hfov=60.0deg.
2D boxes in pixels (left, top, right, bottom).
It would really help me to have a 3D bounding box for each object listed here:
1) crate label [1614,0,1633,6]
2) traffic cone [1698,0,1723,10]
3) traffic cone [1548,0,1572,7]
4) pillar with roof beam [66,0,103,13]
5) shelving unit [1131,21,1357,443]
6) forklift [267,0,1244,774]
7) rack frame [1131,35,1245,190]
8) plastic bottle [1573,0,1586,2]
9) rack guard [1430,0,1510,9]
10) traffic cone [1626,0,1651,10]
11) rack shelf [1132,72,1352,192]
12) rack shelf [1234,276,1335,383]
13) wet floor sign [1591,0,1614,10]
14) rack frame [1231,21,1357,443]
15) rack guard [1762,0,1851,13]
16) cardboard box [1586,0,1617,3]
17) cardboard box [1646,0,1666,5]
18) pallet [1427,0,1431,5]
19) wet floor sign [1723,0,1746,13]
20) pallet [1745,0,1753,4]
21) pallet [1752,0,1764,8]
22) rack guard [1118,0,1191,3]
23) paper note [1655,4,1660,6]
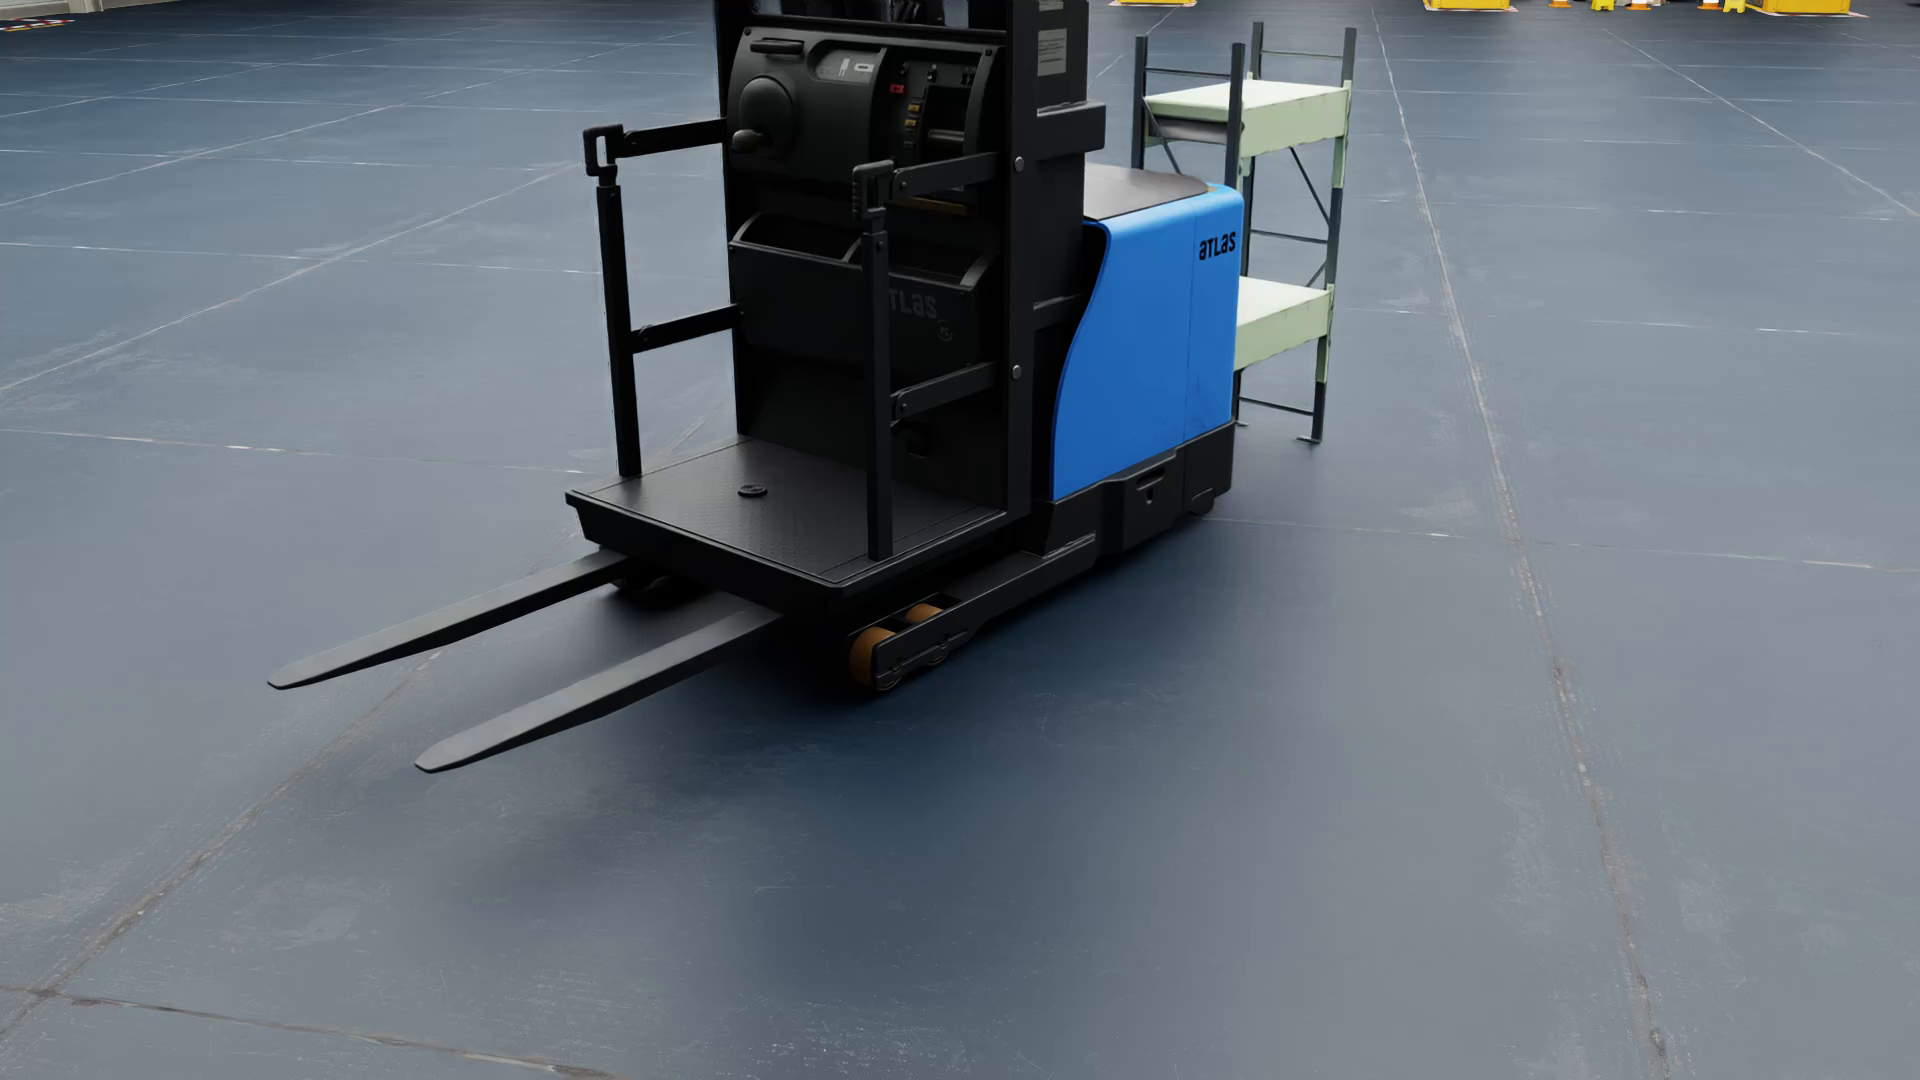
[{"bbox_3d":[10.637,-8.599,26.521,0.250,0.136,0.298,-7,23,-17],"label":"crate label"},{"bbox_3d":[11.693,-8.497,25.833,0.336,0.463,0.334,4,22,11],"label":"traffic cone"},{"bbox_3d":[9.500,-8.668,26.257,0.336,0.463,0.334,4,22,11],"label":"traffic cone"},{"bbox_3d":[-9.095,-11.889,22.828,9.100,9.000,0.400,4,22,11],"label":"pillar with roof beam"},{"bbox_3d":[0.968,-1.006,5.843,0.431,1.500,0.755,18,28,37],"label":"shelving unit"},{"bbox_3d":[-0.415,-1.174,4.345,1.130,2.935,3.031,17,28,36],"label":"forklift"},{"bbox_3d":[0.732,-0.901,5.584,0.400,1.500,0.023,18,28,37],"label":"rack frame"},{"bbox_3d":[10.198,-8.925,27.432,0.133,0.061,0.283,-3,22,-8],"label":"plastic bottle"},{"bbox_3d":[7.997,-8.591,26.015,1.175,0.500,0.348,4,22,11],"label":"rack guard"},{"bbox_3d":[10.537,-8.458,25.735,0.336,0.463,0.334,4,22,11],"label":"traffic cone"},{"bbox_3d":[0.968,-1.368,5.697,0.431,0.370,0.720,18,28,37],"label":"rack shelf"},{"bbox_3d":[0.968,-0.703,5.965,0.431,0.370,0.720,18,28,37],"label":"rack shelf"},{"bbox_3d":[9.934,-8.505,25.609,0.267,0.644,0.232,1,22,2],"label":"wet floor sign"},{"bbox_3d":[1.205,-1.110,6.102,0.400,1.500,0.023,18,28,37],"label":"rack frame"},{"bbox_3d":[12.884,-8.287,25.261,1.175,0.500,0.348,4,22,11],"label":"rack guard"},{"bbox_3d":[10.748,-9.096,27.265,0.797,0.503,0.637,-11,25,-26],"label":"cardboard box"},{"bbox_3d":[11.158,-8.729,26.829,0.380,0.149,0.250,18,28,38],"label":"cardboard box"},{"bbox_3d":[8.088,-8.764,26.832,1.003,0.211,1.213,4,22,11],"label":"pallet"},{"bbox_3d":[11.782,-8.339,25.194,0.267,0.644,0.232,13,25,29],"label":"wet floor sign"},{"bbox_3d":[13.335,-8.892,27.150,1.003,0.211,1.213,4,22,11],"label":"pallet"},{"bbox_3d":[13.084,-8.447,26.046,1.003,0.211,1.213,4,22,11],"label":"pallet"},{"bbox_3d":[3.182,-9.042,27.136,1.175,0.500,0.348,4,22,11],"label":"rack guard"},{"bbox_3d":[11.112,-8.539,26.514,0.148,0.019,0.142,-3,22,-8],"label":"paper note"}]
